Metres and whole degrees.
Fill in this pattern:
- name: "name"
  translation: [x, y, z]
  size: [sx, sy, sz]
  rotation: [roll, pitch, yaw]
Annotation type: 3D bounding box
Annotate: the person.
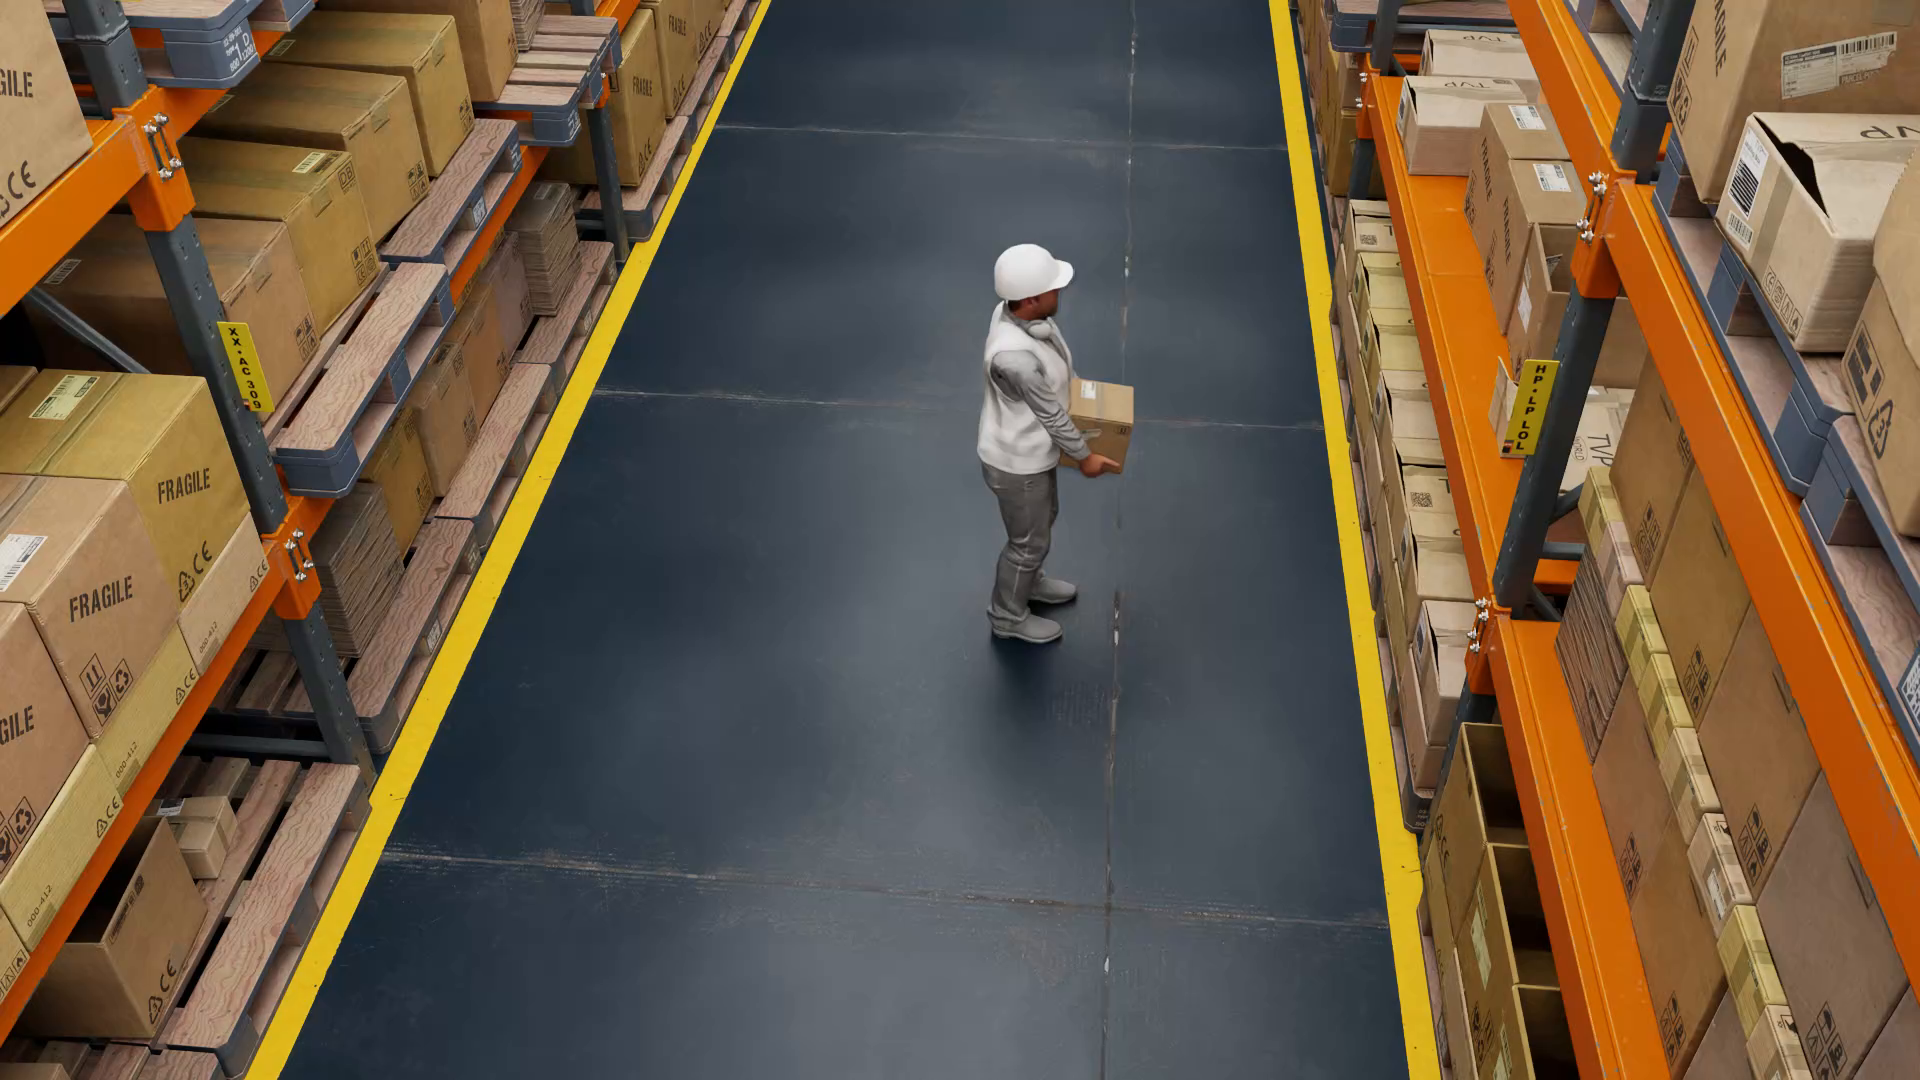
- name: "person"
  translation: [0.350, -0.378, 6.593]
  size: [0.558, 1.772, 0.495]
  rotation: [3, 40, 4]
